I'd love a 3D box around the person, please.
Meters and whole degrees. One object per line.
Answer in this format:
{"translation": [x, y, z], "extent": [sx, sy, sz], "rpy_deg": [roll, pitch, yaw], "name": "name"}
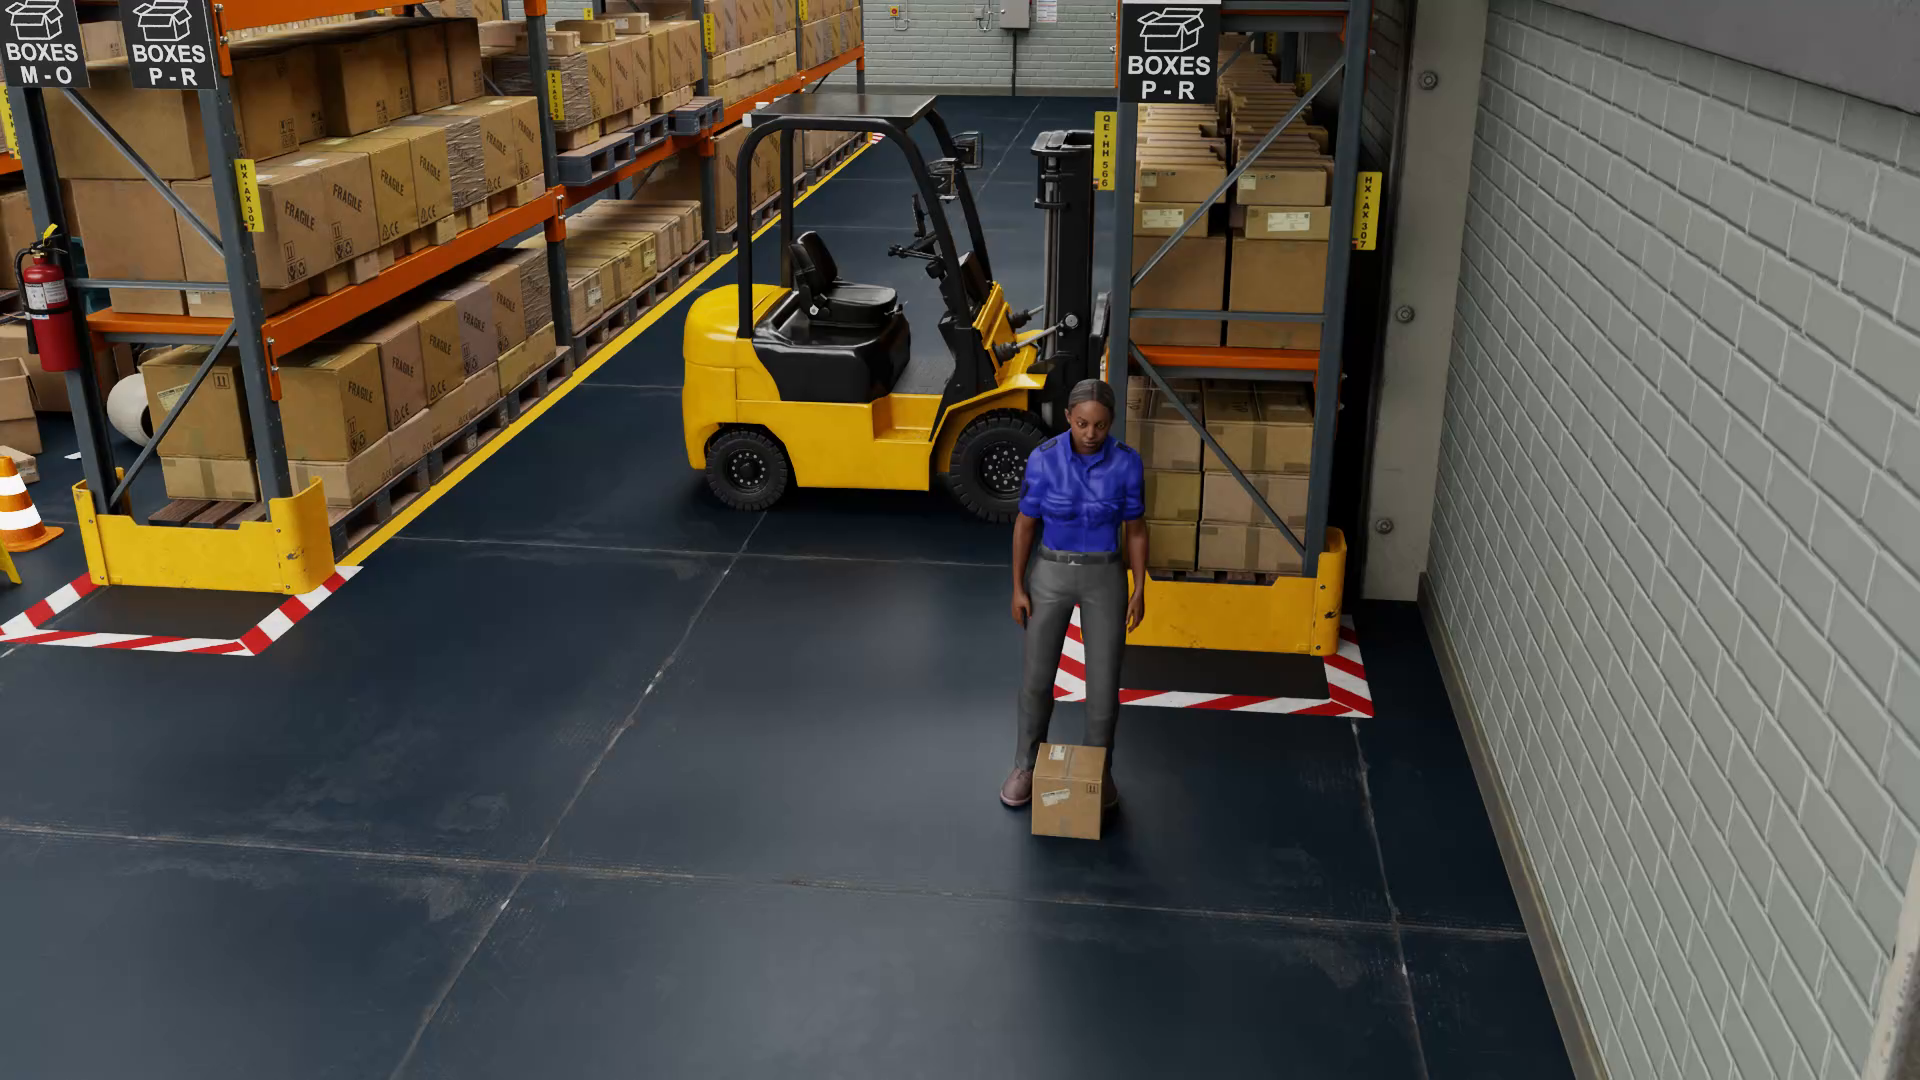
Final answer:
{"translation": [0.423, 0.188, 6.109], "extent": [0.527, 1.653, 0.350], "rpy_deg": [1, 21, 3], "name": "person"}
